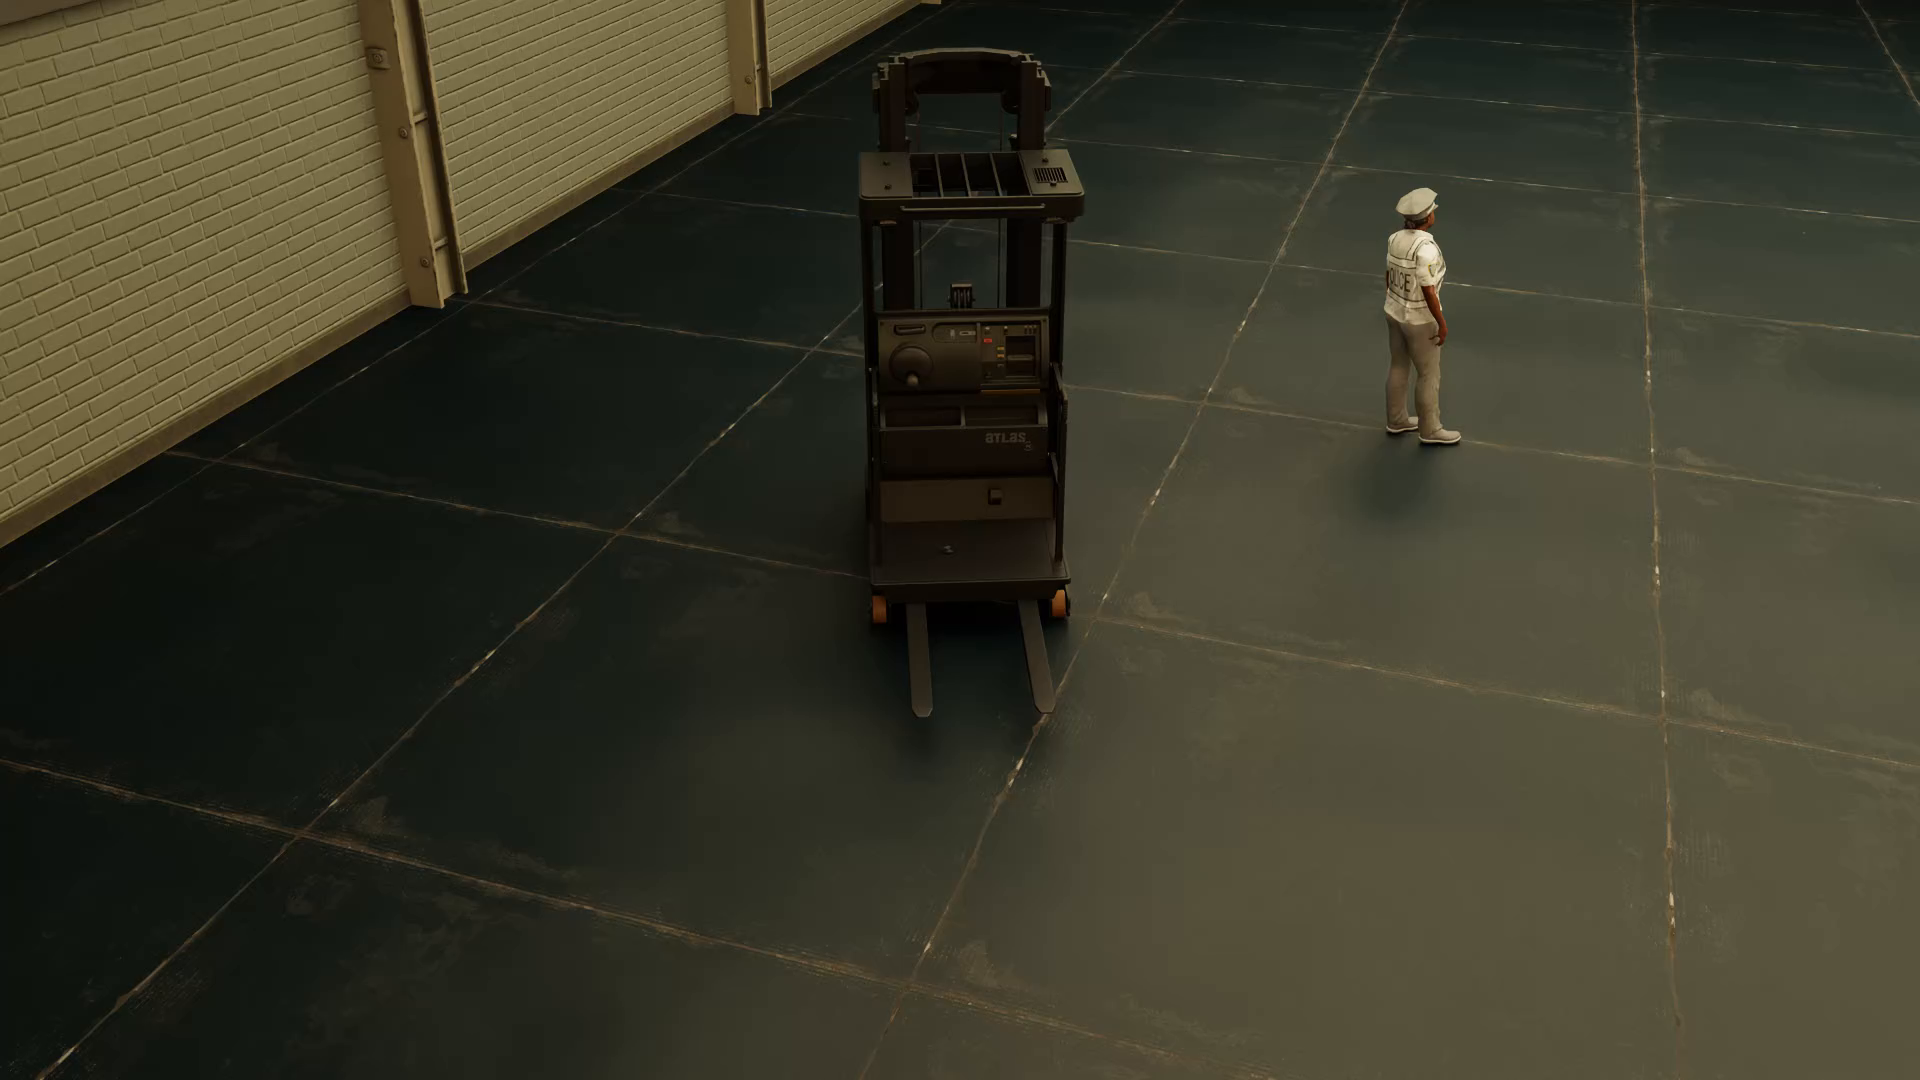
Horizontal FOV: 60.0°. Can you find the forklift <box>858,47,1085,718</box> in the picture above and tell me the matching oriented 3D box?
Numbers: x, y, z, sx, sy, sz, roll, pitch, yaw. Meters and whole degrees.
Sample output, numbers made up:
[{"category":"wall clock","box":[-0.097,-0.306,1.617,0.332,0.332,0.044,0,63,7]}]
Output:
[{"category":"forklift","box":[0.035,-0.972,8.842,1.130,2.935,3.031,-2,30,-3]}]

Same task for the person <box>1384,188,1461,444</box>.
[{"category":"person","box":[3.057,-1.480,10.966,0.529,1.696,0.570,-11,32,-19]}]
